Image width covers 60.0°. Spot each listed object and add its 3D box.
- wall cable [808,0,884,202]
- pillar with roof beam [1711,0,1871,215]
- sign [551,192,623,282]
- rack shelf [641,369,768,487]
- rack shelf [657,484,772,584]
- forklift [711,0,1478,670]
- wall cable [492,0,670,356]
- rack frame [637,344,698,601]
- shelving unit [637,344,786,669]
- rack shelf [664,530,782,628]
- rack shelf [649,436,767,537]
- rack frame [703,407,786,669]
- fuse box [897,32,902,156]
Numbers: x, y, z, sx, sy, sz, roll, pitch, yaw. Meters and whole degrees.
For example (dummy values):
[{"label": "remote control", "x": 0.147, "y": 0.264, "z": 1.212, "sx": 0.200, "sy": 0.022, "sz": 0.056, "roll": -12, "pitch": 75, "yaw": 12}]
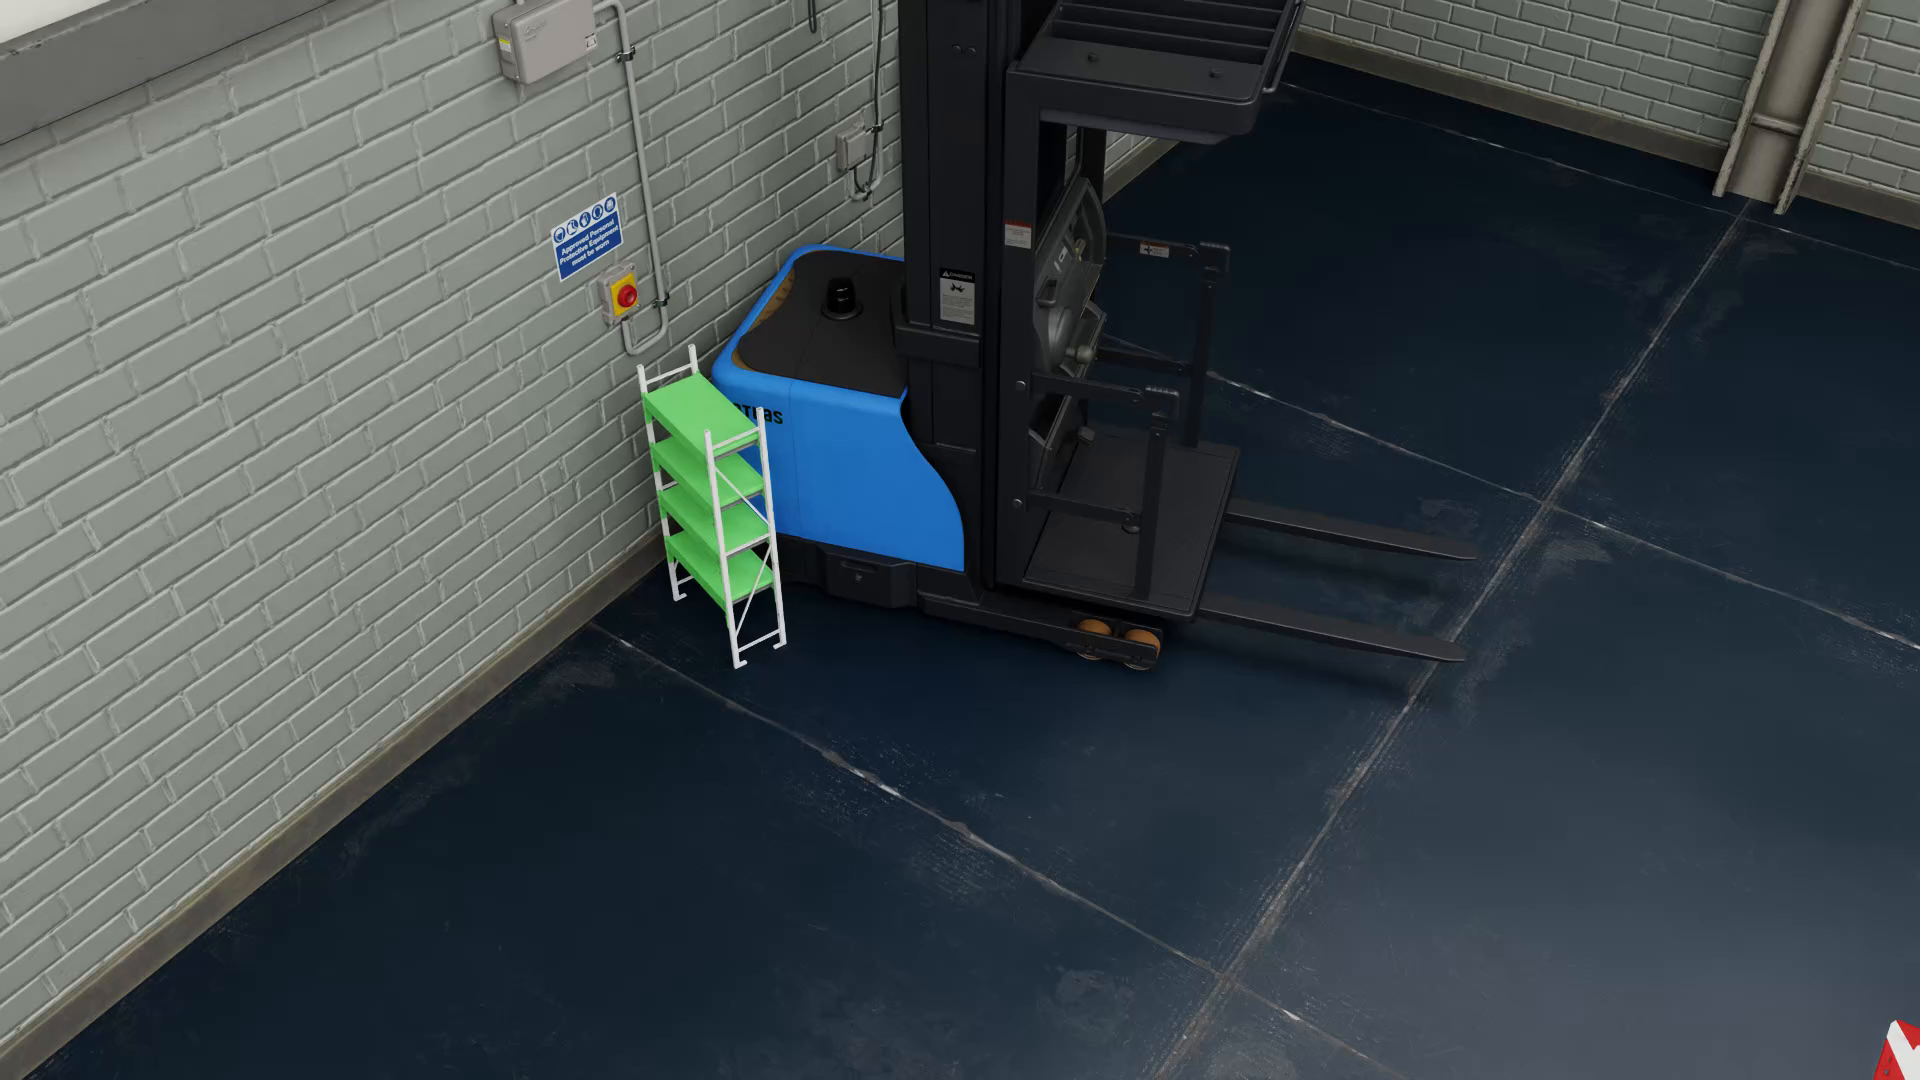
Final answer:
[{"label": "wall cable", "x": -0.465, "y": -2.158, "z": 6.650, "sx": 0.122, "sy": 1.984, "sz": 0.588, "roll": 25, "pitch": 48, "yaw": 25}, {"label": "pillar with roof beam", "x": 2.045, "y": -2.975, "z": 3.827, "sx": 0.400, "sy": 9.000, "sz": 9.100, "roll": 25, "pitch": 48, "yaw": 25}, {"label": "sign", "x": -1.348, "y": -1.098, "z": 6.025, "sx": 0.001, "sy": 0.218, "sz": 0.327, "roll": 25, "pitch": 48, "yaw": 25}, {"label": "rack shelf", "x": -0.954, "y": -0.422, "z": 6.198, "sx": 0.258, "sy": 0.148, "sz": 0.480, "roll": -26, "pitch": 48, "yaw": -26}, {"label": "rack shelf", "x": -0.954, "y": -0.064, "z": 6.518, "sx": 0.258, "sy": 0.148, "sz": 0.480, "roll": -26, "pitch": 48, "yaw": -26}, {"label": "forklift", "x": 0.596, "y": -0.970, "z": 6.136, "sx": 3.031, "sy": 2.935, "sz": 1.130, "roll": 12, "pitch": 43, "yaw": 13}, {"label": "wall cable", "x": -1.270, "y": -1.391, "z": 5.769, "sx": 0.123, "sy": 1.953, "sz": 0.585, "roll": 25, "pitch": 48, "yaw": 25}, {"label": "rack frame", "x": -1.100, "y": -0.242, "z": 6.621, "sx": 0.240, "sy": 1.200, "sz": 0.015, "roll": -26, "pitch": 48, "yaw": -26}, {"label": "shelving unit", "x": -0.954, "y": -0.112, "z": 6.475, "sx": 0.258, "sy": 1.200, "sz": 0.503, "roll": -26, "pitch": 48, "yaw": -26}, {"label": "rack shelf", "x": -0.954, "y": 0.115, "z": 6.678, "sx": 0.258, "sy": 0.148, "sz": 0.480, "roll": -26, "pitch": 48, "yaw": -26}, {"label": "rack shelf", "x": -0.954, "y": -0.243, "z": 6.358, "sx": 0.258, "sy": 0.148, "sz": 0.480, "roll": -26, "pitch": 48, "yaw": -26}, {"label": "rack frame", "x": -0.808, "y": 0.019, "z": 6.329, "sx": 0.240, "sy": 1.200, "sz": 0.015, "roll": -26, "pitch": 48, "yaw": -26}, {"label": "fuse box", "x": 0.056, "y": -1.611, "z": 7.767, "sx": 0.414, "sy": 1.711, "sz": 0.539, "roll": 25, "pitch": 48, "yaw": 25}]
